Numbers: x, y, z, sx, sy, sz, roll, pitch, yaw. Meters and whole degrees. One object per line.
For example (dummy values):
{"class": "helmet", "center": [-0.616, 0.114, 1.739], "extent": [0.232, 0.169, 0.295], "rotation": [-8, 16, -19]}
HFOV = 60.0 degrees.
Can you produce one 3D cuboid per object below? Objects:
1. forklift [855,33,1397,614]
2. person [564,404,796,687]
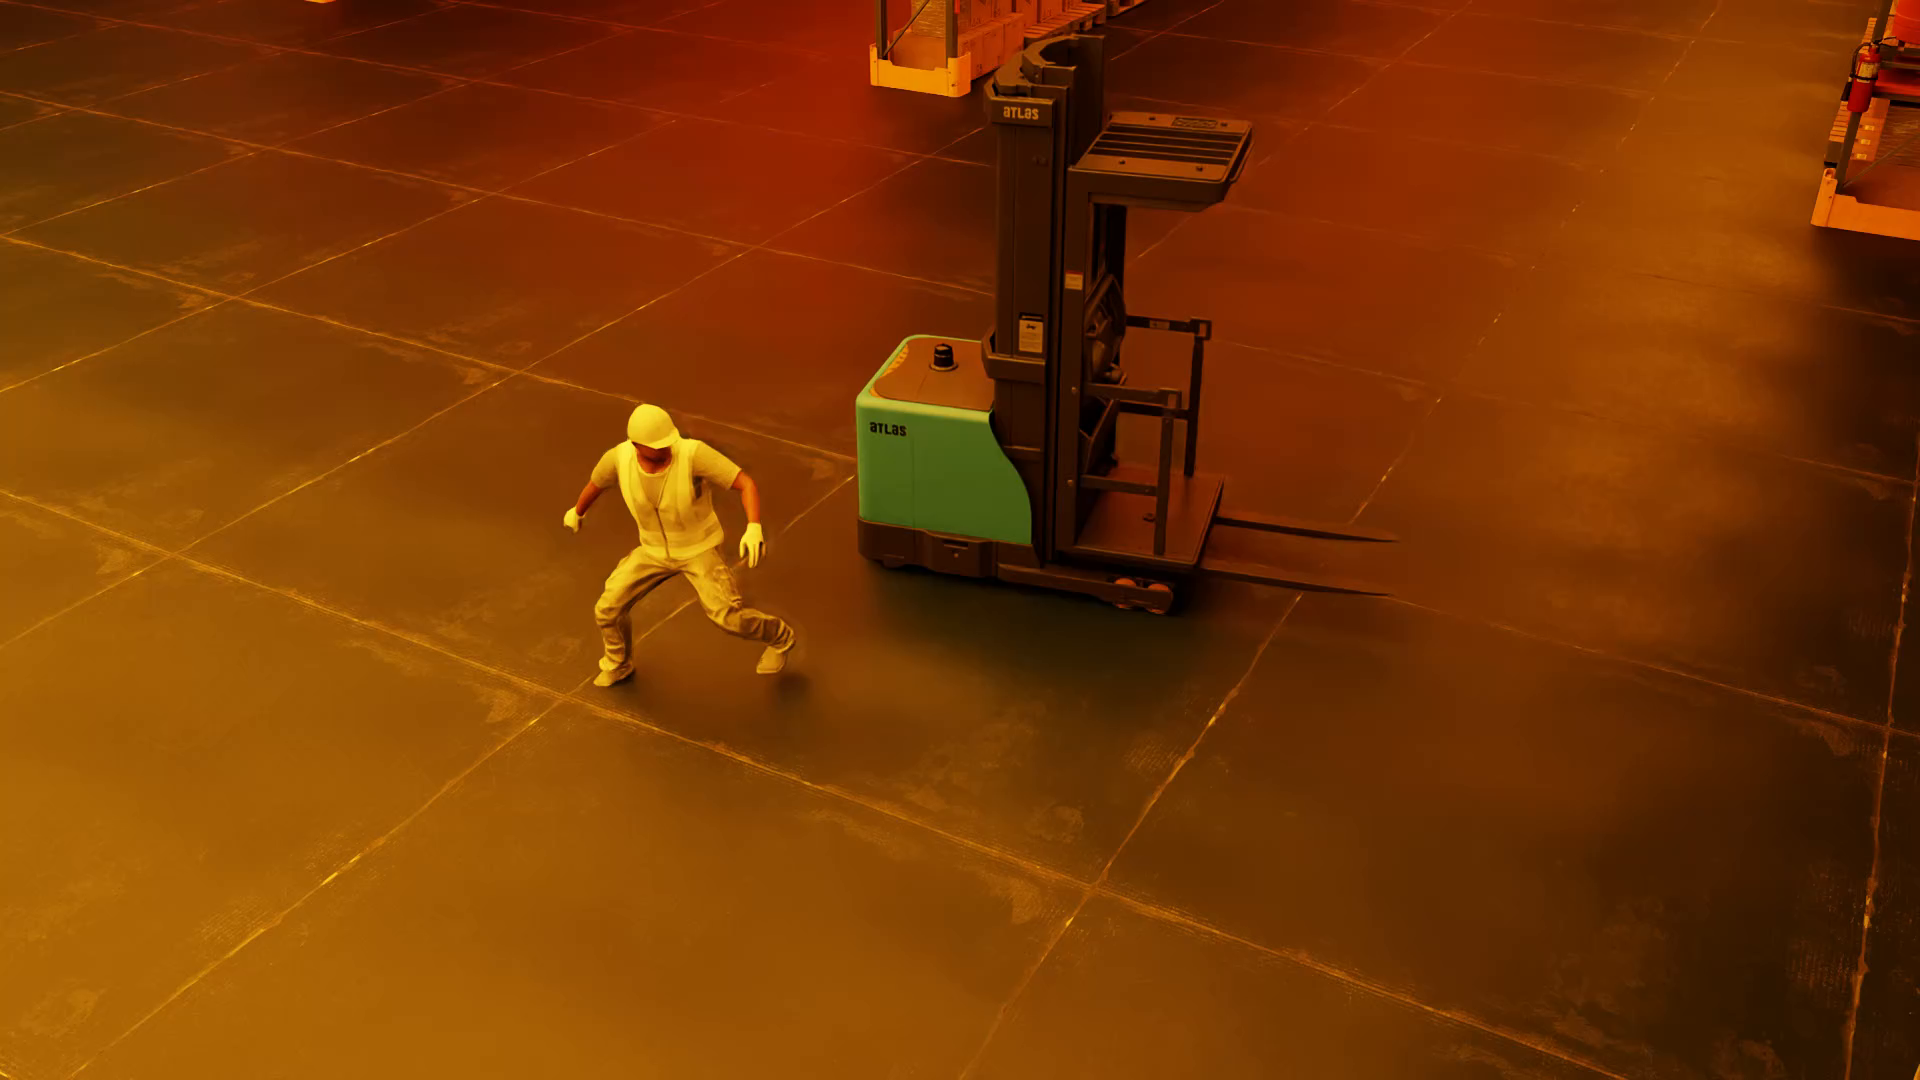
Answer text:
{"class": "forklift", "center": [0.977, -1.153, 9.069], "extent": [3.031, 2.935, 1.130], "rotation": [8, 31, 14]}
{"class": "person", "center": [-1.498, 0.042, 8.386], "extent": [1.237, 1.678, 0.523], "rotation": [8, 31, 14]}
